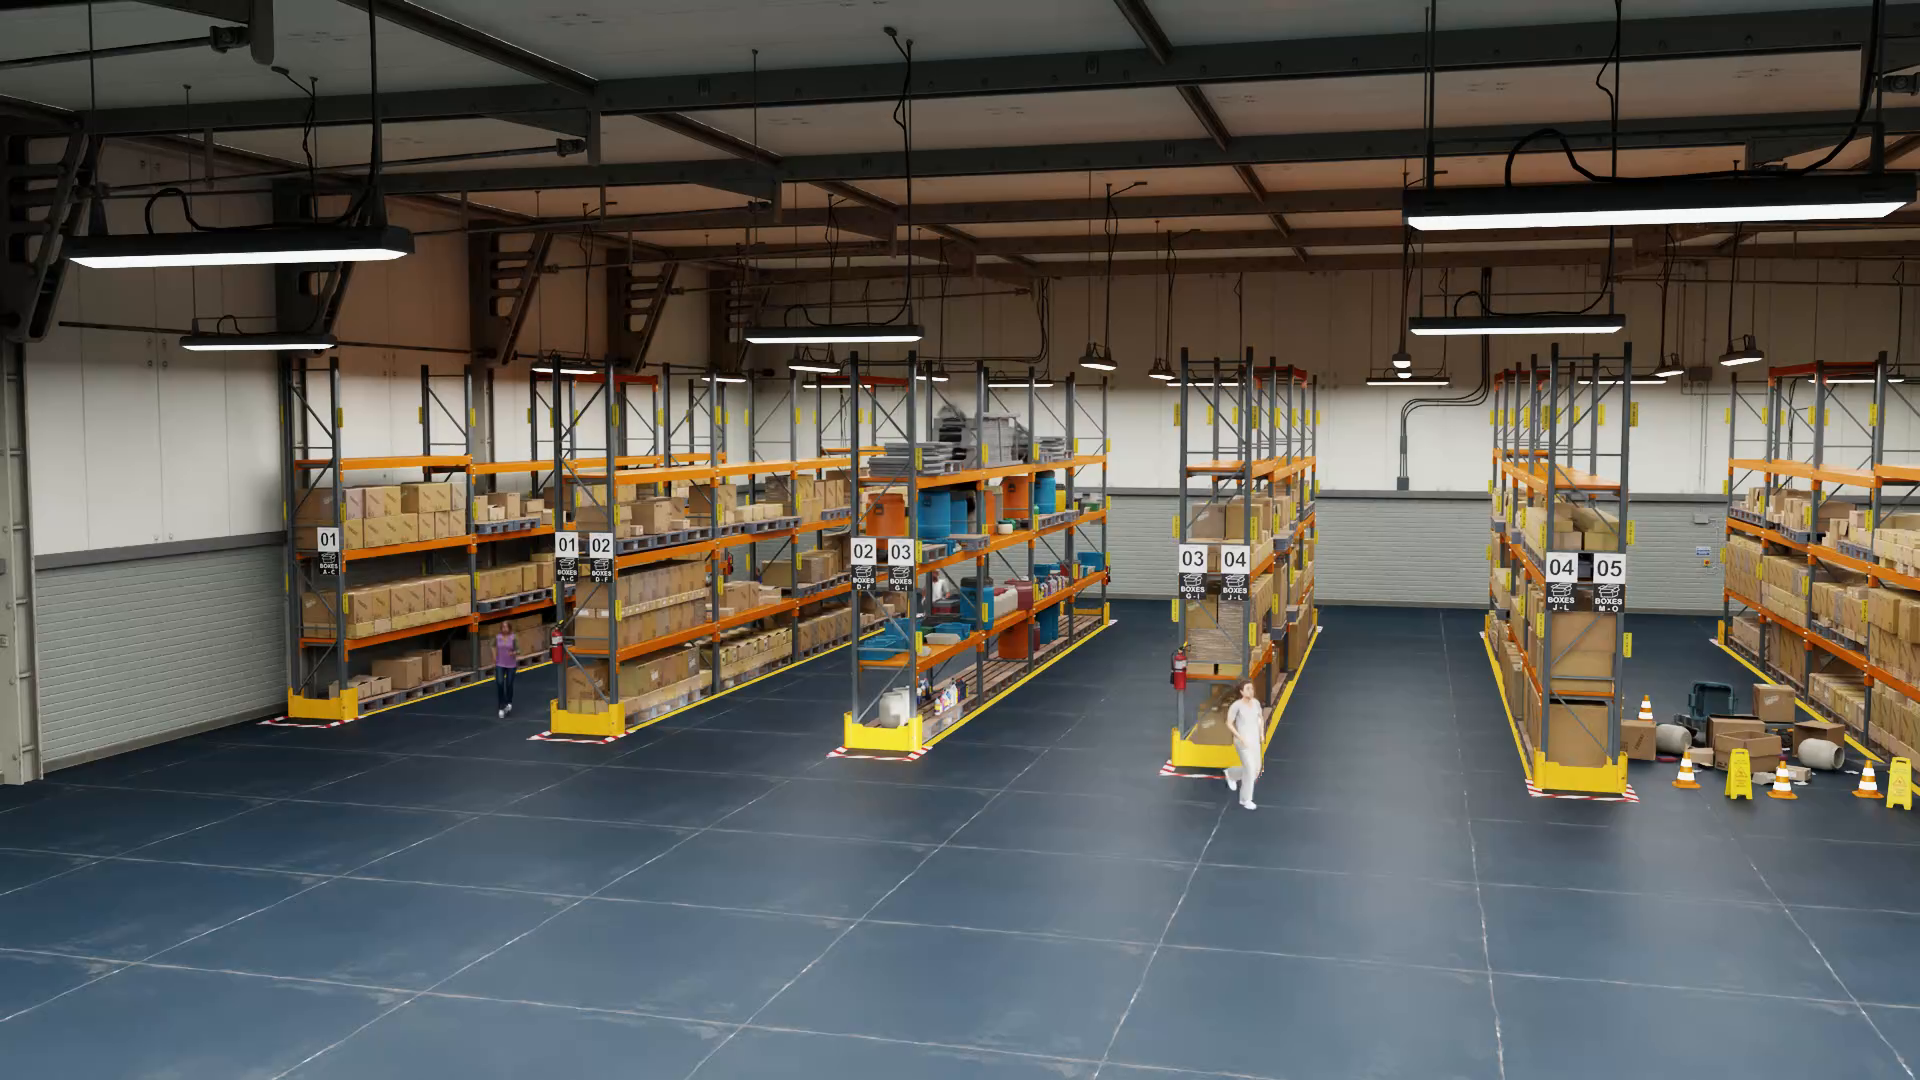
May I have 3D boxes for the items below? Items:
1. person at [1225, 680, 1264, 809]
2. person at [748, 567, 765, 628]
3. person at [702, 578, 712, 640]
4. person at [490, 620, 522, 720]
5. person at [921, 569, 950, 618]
[{"bbox_3d":[3.649,2.659,21.538,0.575,1.564,0.636,-2,5,-29],"label":"person"},{"bbox_3d":[-4.680,1.394,38.616,0.562,1.581,0.656,1,4,18],"label":"person"},{"bbox_3d":[-5.245,1.634,34.990,0.602,1.667,0.708,1,4,14],"label":"person"},{"bbox_3d":[-7.612,2.158,27.889,0.522,1.647,0.736,-1,4,-13],"label":"person"},{"bbox_3d":[-0.559,1.457,36.533,0.681,1.759,0.778,1,4,15],"label":"person"}]
